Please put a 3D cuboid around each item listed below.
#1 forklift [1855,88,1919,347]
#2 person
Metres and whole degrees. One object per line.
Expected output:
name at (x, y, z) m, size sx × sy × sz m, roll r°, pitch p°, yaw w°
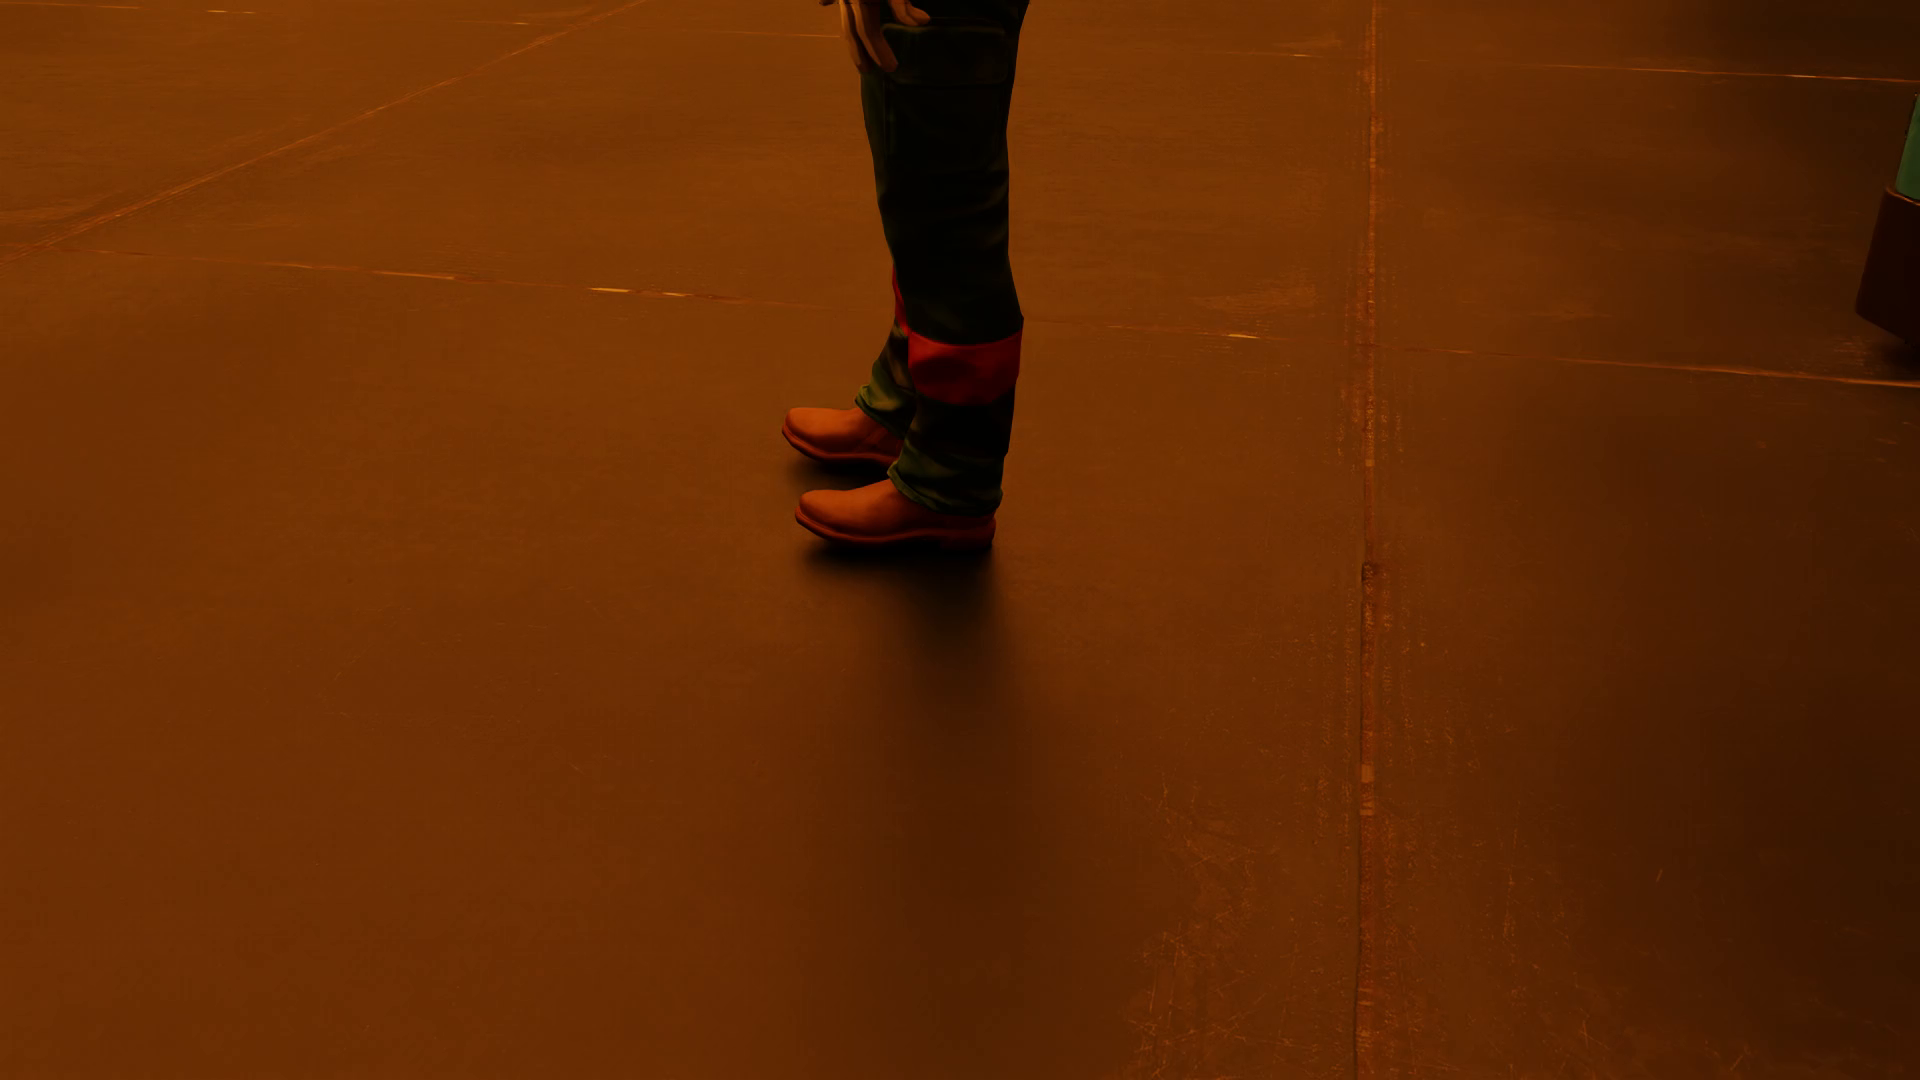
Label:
forklift at (3.289, -1.585, 2.388) m, size 3.031 × 2.935 × 1.130 m, roll -4°, pitch 27°, yaw -8°
person at (-0.077, -0.817, 2.119) m, size 0.562 × 1.789 × 0.638 m, roll 6°, pitch 27°, yaw 11°
